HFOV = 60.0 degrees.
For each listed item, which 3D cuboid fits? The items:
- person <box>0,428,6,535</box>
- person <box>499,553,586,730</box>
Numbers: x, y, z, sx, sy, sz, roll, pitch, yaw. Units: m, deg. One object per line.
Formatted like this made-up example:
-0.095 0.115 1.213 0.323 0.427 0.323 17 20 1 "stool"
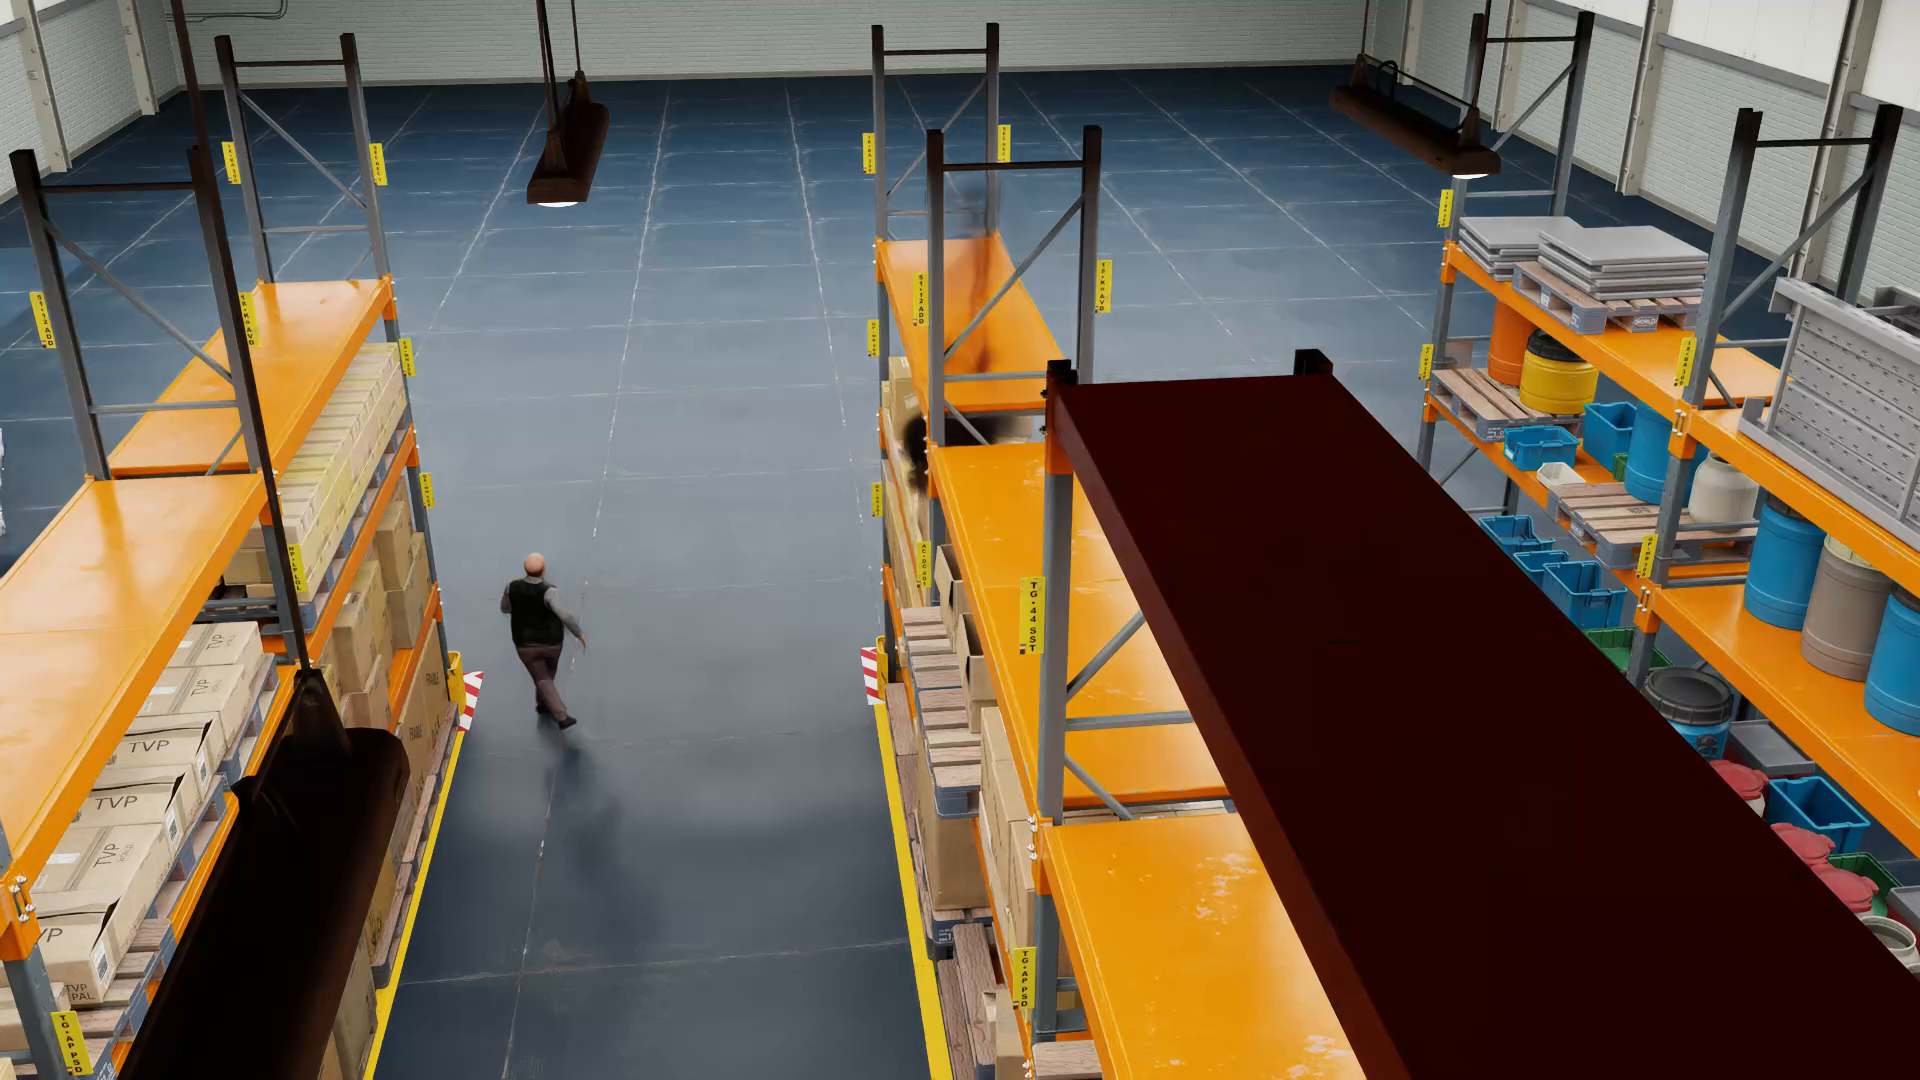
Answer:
-10.752 -0.752 18.155 0.712 1.727 0.887 -21 33 -37 "person"
-3.655 0.905 14.658 0.717 1.740 0.817 -5 26 -10 "person"
